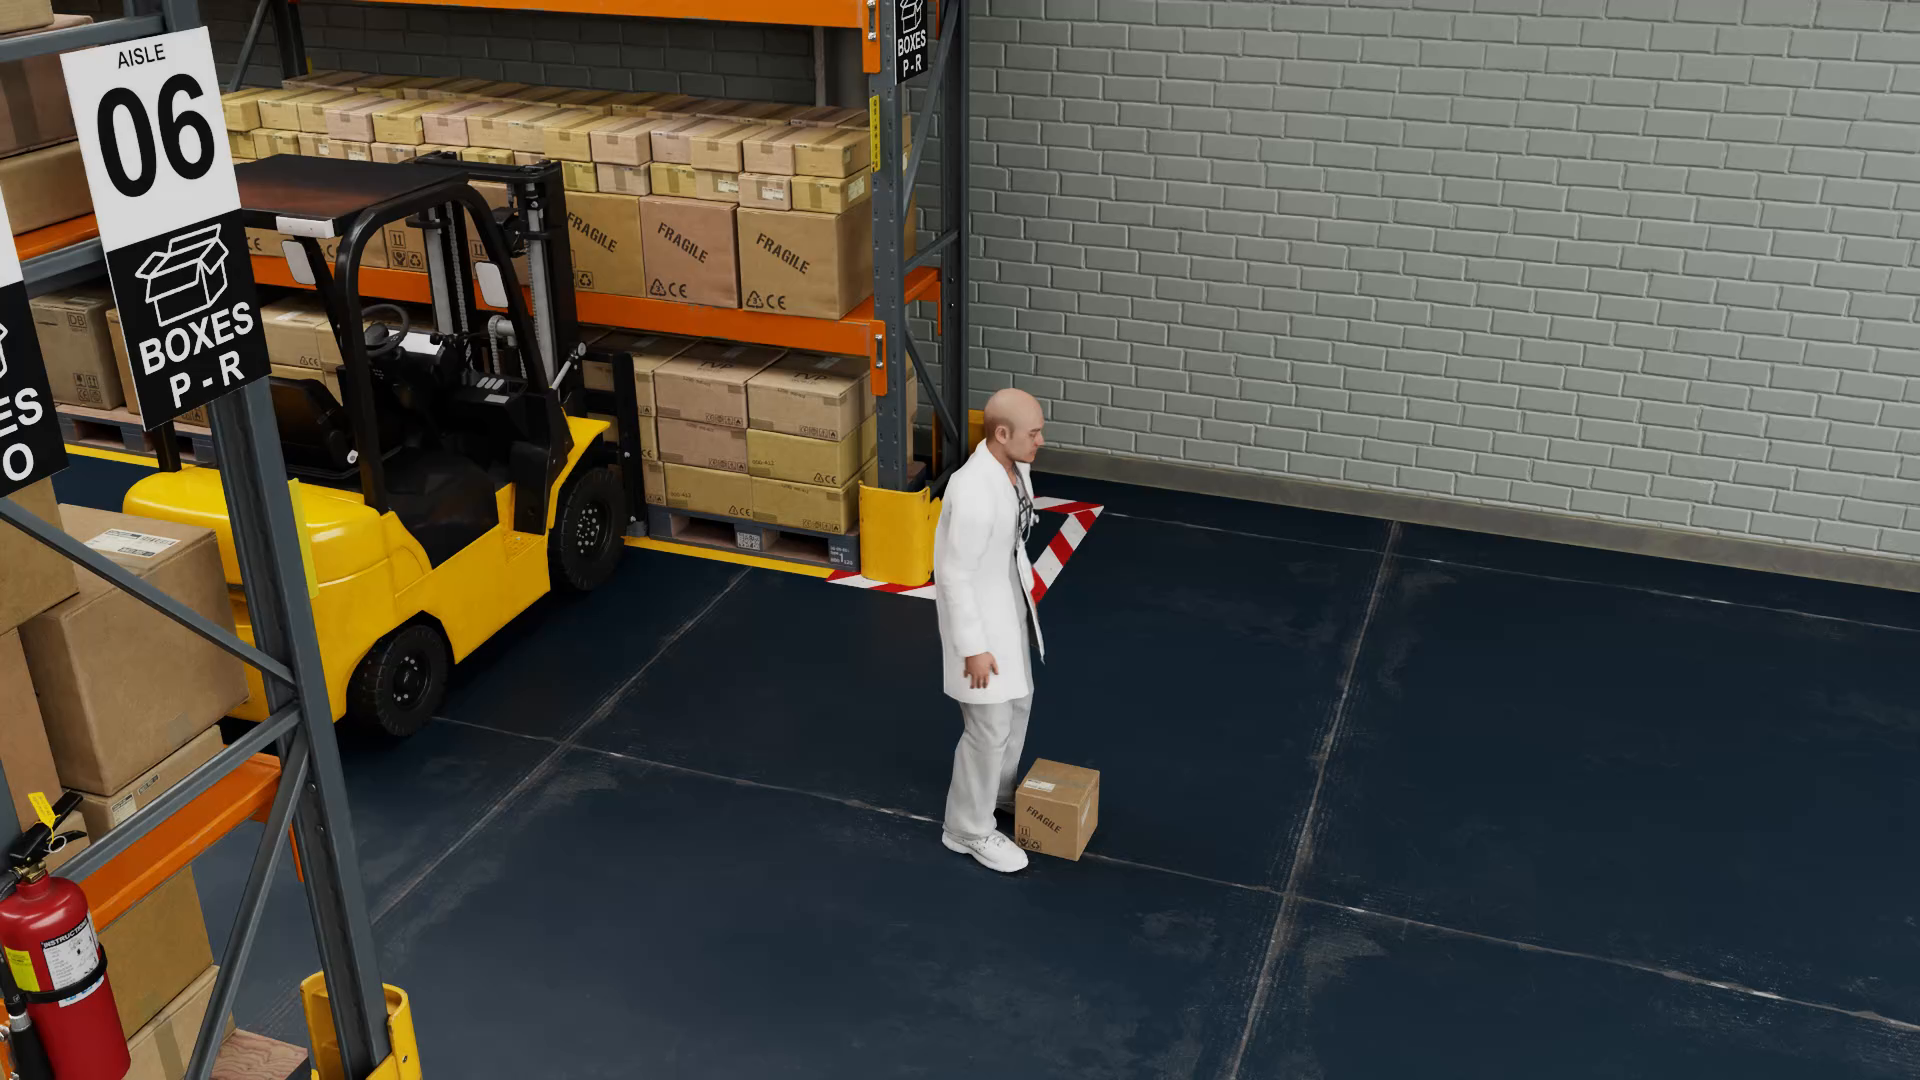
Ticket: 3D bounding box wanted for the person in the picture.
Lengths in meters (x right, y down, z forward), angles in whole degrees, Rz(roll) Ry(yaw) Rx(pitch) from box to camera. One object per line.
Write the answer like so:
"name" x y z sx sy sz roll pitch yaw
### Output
"person" 0.127 0.295 6.006 0.427 1.773 0.642 9 27 18
